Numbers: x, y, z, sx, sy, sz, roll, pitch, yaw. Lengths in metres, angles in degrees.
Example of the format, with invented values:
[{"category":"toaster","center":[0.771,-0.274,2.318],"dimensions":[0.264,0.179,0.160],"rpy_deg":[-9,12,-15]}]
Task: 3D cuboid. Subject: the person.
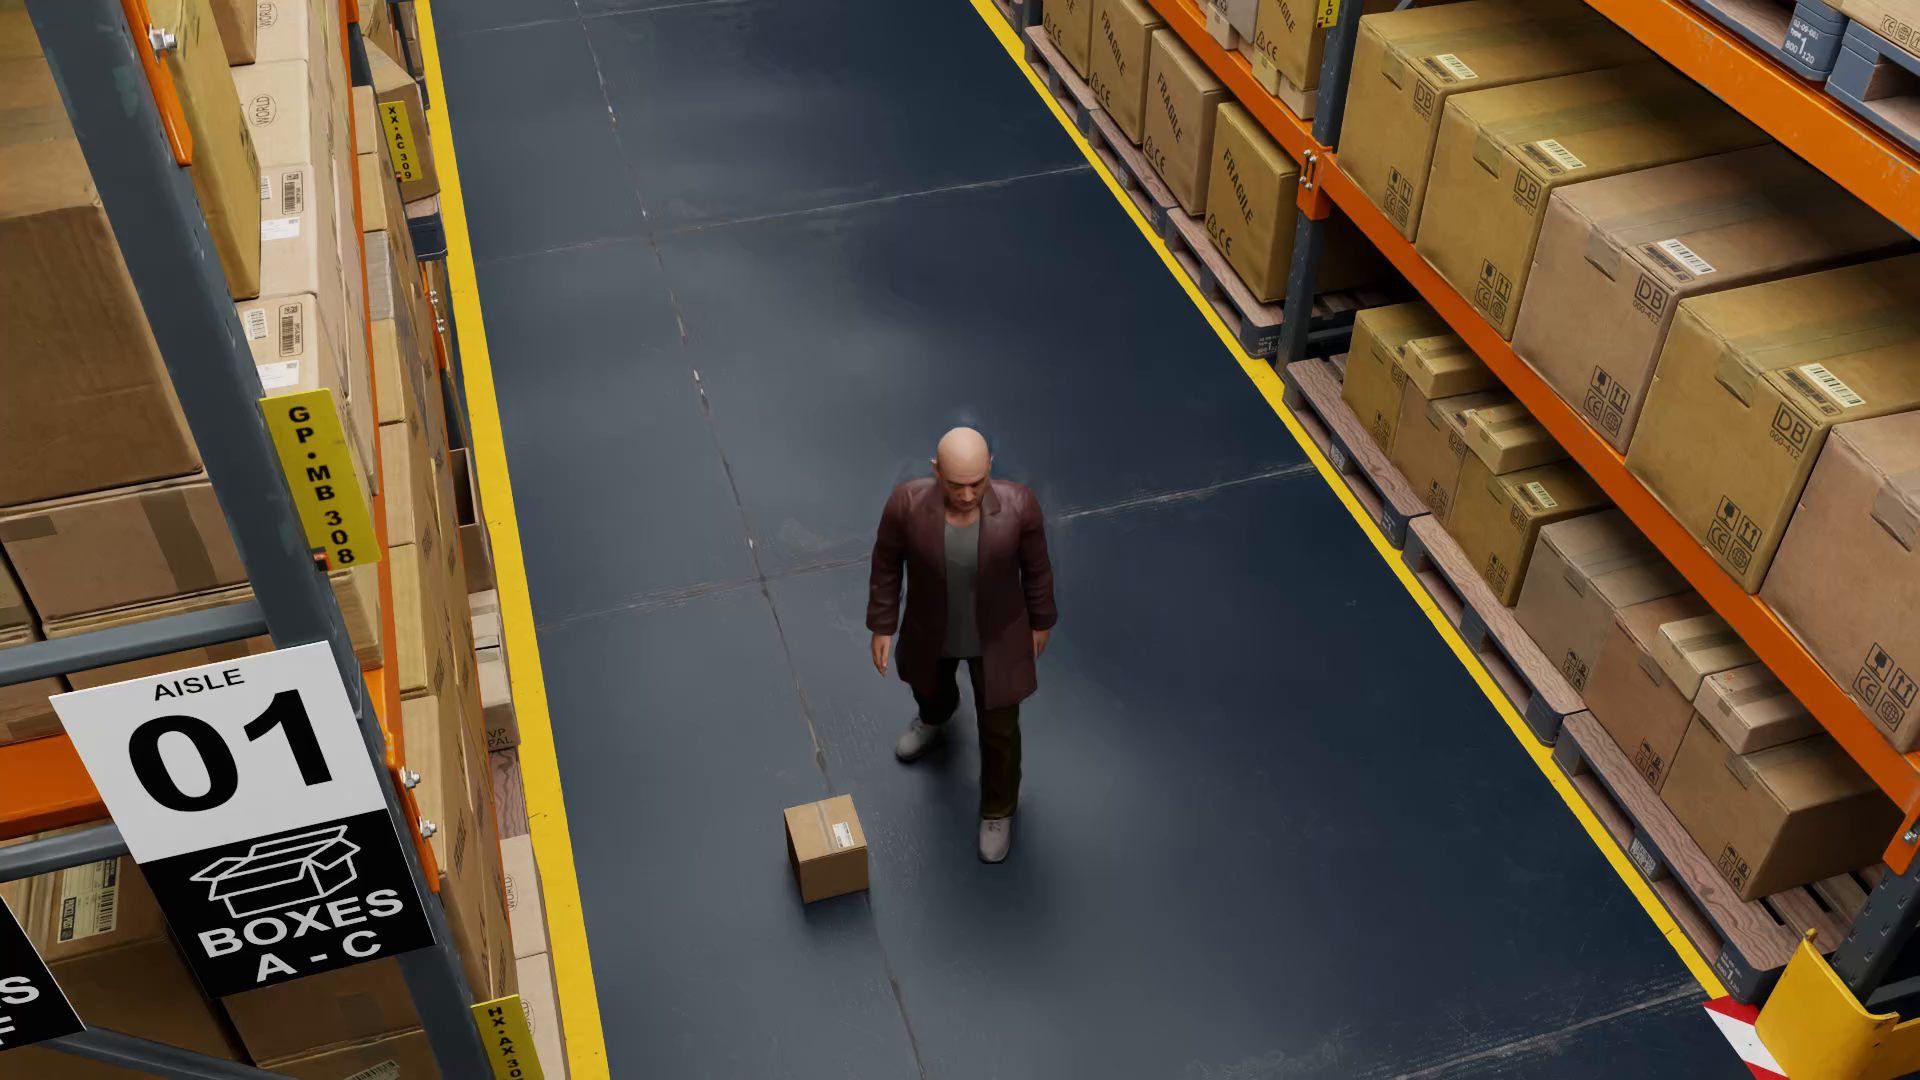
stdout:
[{"category":"person","center":[0.007,0.288,5.856],"dimensions":[0.670,1.767,0.814],"rpy_deg":[3,42,4]}]
